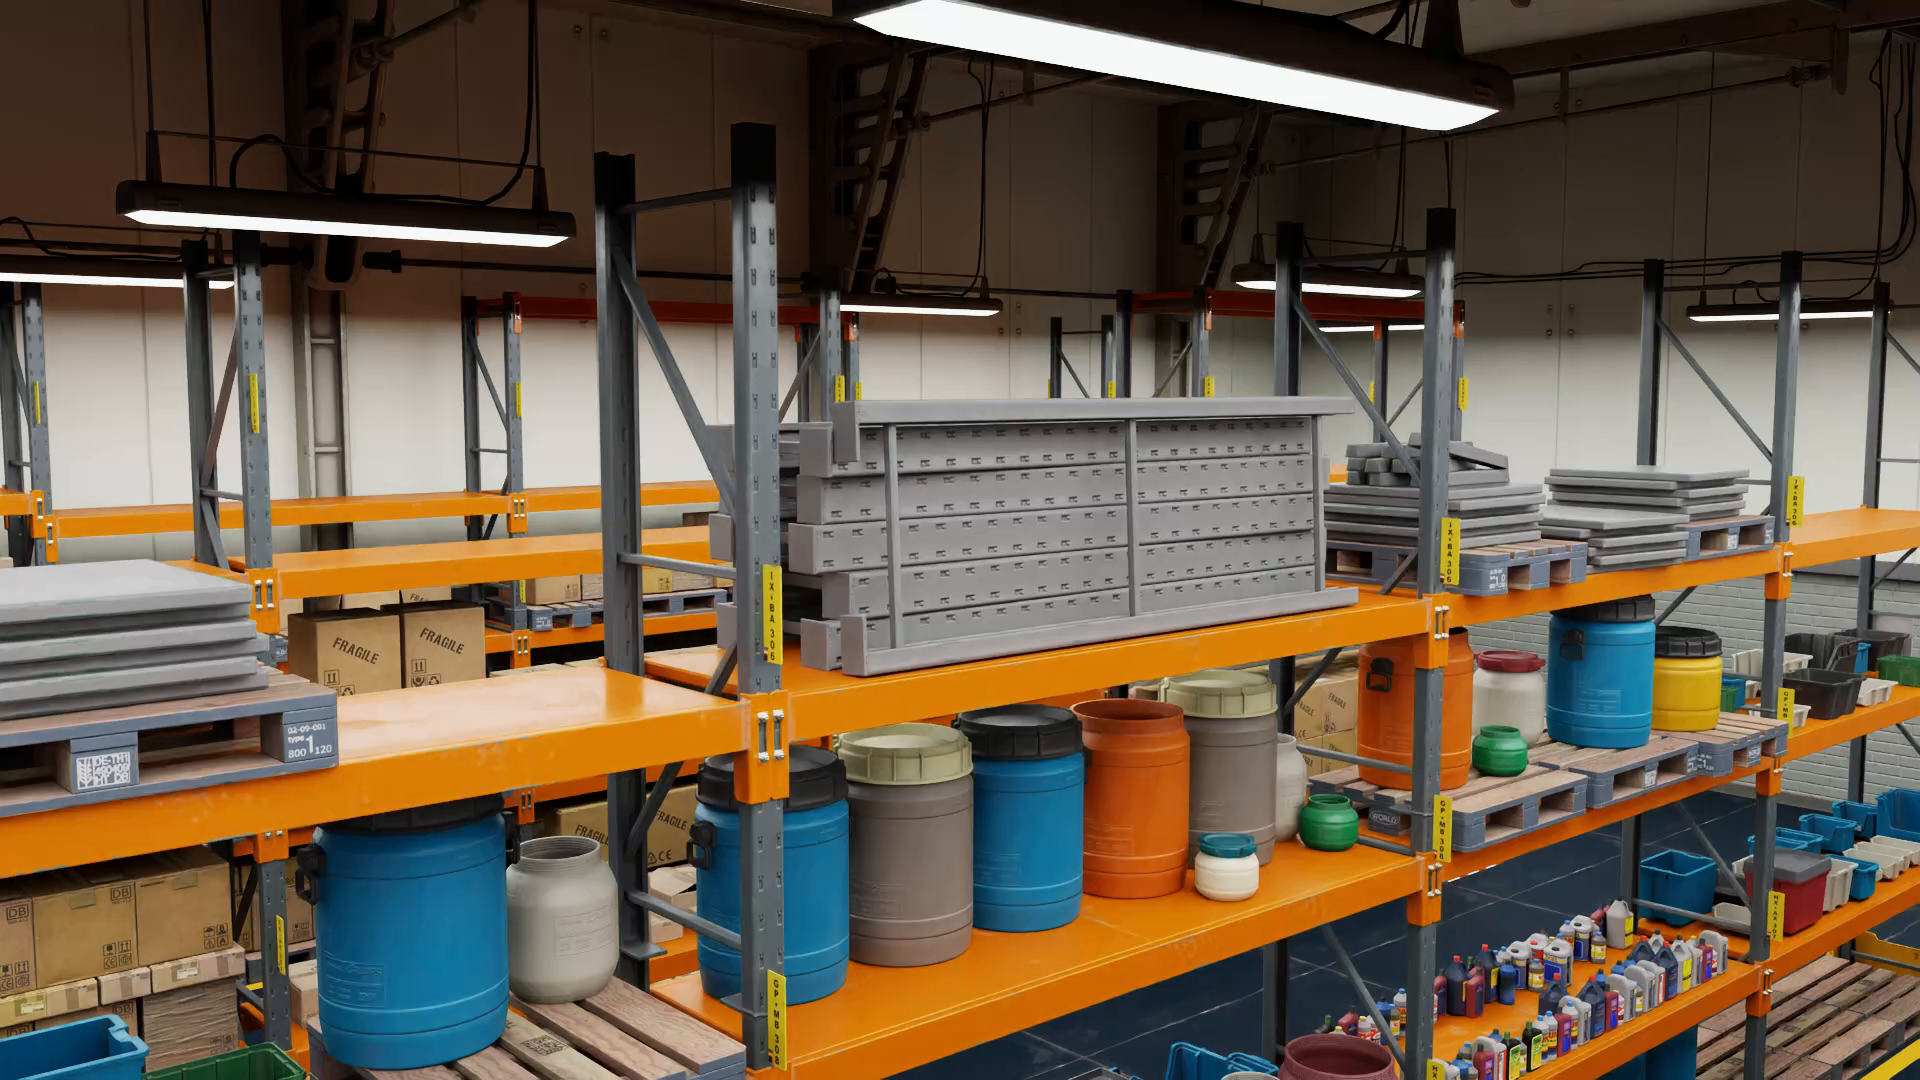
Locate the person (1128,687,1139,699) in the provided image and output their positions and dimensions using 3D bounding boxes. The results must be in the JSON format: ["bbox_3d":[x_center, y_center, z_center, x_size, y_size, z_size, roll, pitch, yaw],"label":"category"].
[{"bbox_3d":[1.893,2.515,18.840,1.170,1.709,0.685,-5,8,-44],"label":"person"}]
